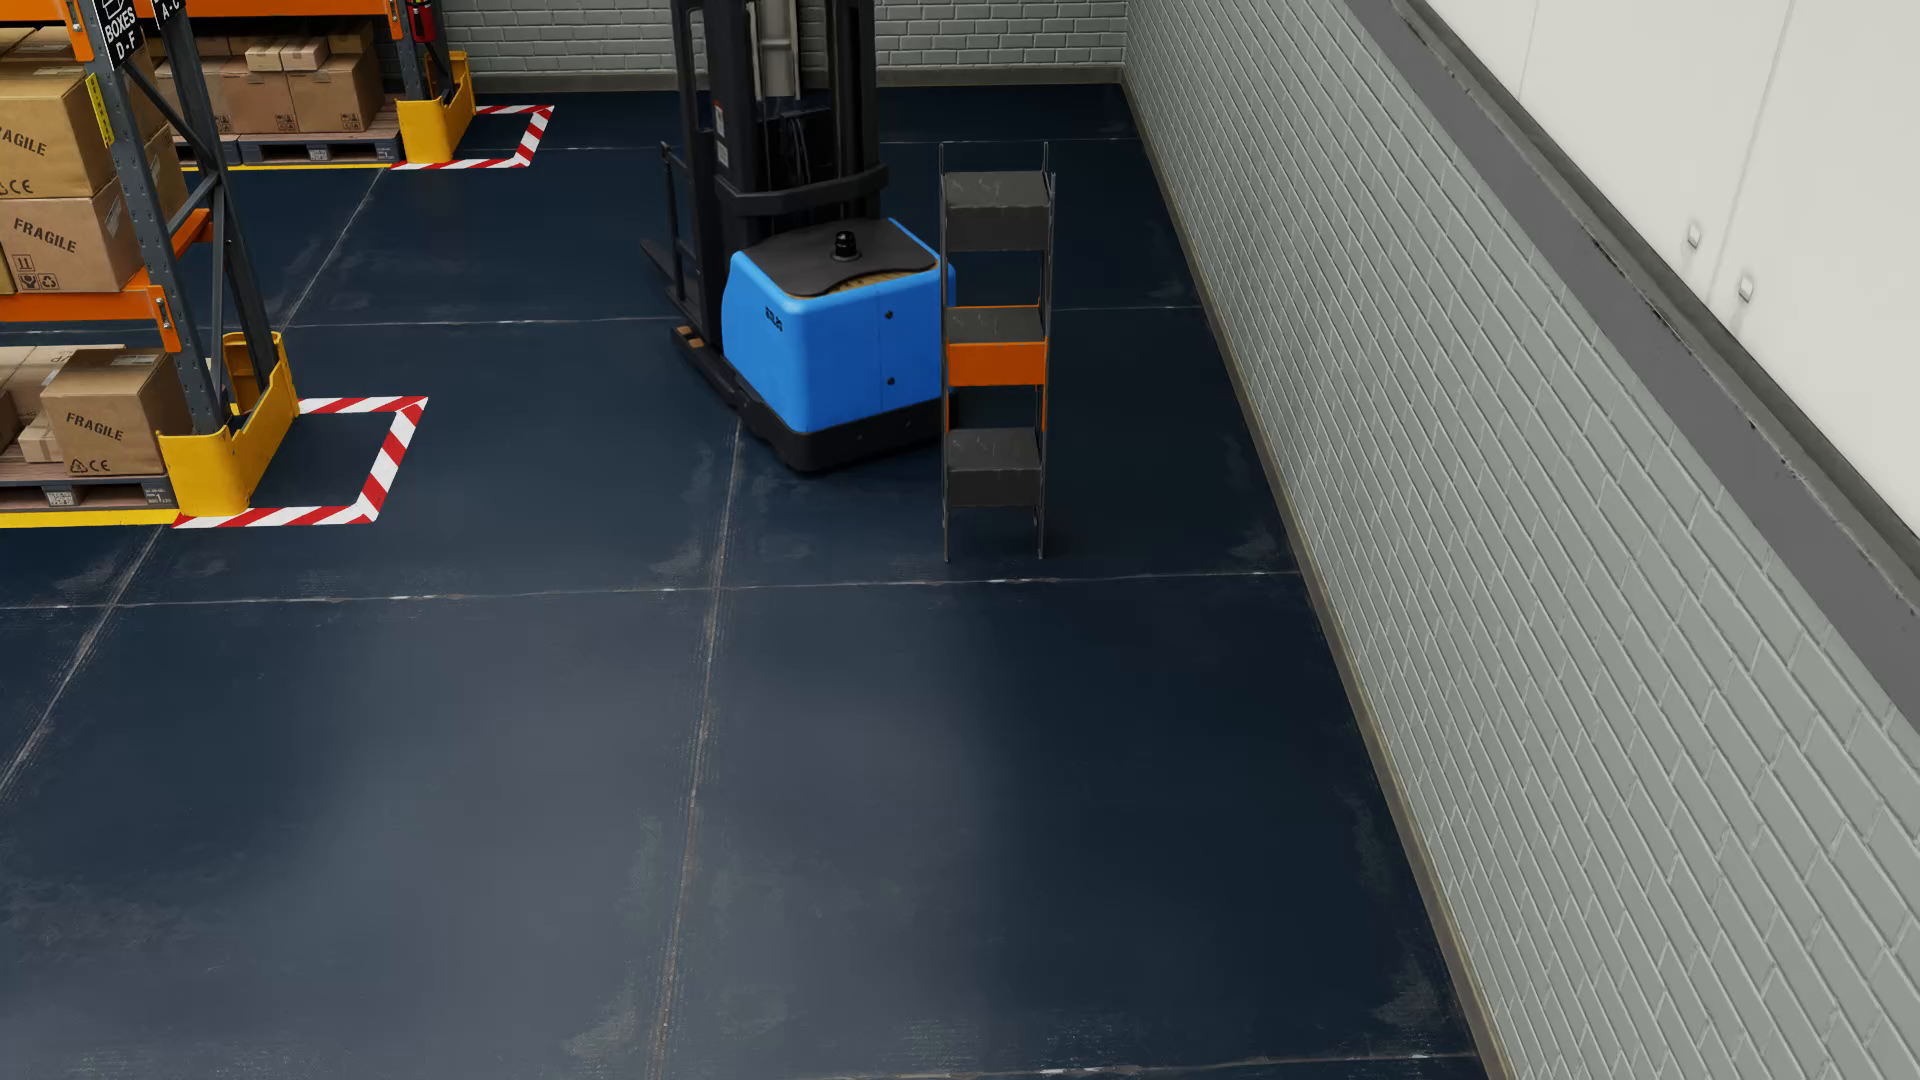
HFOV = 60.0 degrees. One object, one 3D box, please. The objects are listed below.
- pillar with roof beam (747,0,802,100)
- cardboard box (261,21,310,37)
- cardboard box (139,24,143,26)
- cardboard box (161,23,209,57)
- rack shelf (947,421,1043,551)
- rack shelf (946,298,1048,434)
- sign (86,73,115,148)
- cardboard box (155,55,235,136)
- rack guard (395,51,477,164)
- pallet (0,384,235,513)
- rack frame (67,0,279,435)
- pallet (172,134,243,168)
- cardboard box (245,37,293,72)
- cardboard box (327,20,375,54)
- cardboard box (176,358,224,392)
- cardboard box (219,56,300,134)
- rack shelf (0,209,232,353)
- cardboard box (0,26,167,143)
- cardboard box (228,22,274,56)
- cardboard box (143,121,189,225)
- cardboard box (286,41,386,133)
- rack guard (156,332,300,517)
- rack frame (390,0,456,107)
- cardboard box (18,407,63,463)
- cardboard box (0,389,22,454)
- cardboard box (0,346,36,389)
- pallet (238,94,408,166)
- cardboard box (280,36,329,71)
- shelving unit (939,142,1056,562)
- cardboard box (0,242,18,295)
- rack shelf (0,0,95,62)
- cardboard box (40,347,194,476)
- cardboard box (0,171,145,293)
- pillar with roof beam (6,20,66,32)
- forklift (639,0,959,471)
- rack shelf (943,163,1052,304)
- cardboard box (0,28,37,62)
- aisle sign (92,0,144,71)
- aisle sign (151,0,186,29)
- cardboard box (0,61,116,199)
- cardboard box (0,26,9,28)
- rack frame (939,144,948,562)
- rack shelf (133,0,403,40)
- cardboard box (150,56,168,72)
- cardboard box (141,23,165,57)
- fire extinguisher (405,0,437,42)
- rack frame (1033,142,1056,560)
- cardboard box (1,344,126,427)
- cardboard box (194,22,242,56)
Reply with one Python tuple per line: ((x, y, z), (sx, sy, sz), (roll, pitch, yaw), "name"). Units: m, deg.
((-1.356, -5.093, 8.201), (0.400, 9.000, 9.100), (-2, 35, -2), "pillar with roof beam")
((-5.301, -3.947, 13.076), (0.250, 0.149, 0.380), (-1, 35, -2), "cardboard box")
((-6.572, -3.912, 13.025), (0.250, 0.149, 0.380), (-1, 35, -2), "cardboard box")
((-6.061, -3.926, 13.045), (0.250, 0.149, 0.380), (-1, 35, -2), "cardboard box")
((0.165, -0.281, 8.565), (0.480, 0.518, 0.431), (-2, 35, -2), "rack shelf")
((0.165, -0.857, 8.167), (0.480, 0.518, 0.431), (-2, 35, -2), "rack shelf")
((-3.972, -1.983, 7.684), (0.005, 0.325, 0.100), (-2, 35, -2), "sign")
((-5.913, -3.550, 13.072), (0.500, 0.500, 0.700), (-3, 35, -4), "cardboard box")
((-4.192, -3.481, 13.341), (0.348, 0.500, 1.175), (-2, 35, -2), "rack guard")
((-4.850, -0.522, 9.319), (1.213, 0.211, 1.003), (-2, 35, -2), "pallet")
((-3.978, -1.693, 8.560), (0.127, 3.000, 1.000), (-2, 35, -2), "rack frame")
((-6.227, -3.265, 13.282), (1.213, 0.211, 1.003), (-2, 35, -2), "pallet")
((-5.285, -3.730, 12.762), (0.250, 0.149, 0.380), (-1, 35, -1), "cardboard box")
((-4.795, -3.962, 13.096), (0.250, 0.149, 0.380), (-1, 35, -2), "cardboard box")
((-4.412, -0.886, 9.512), (0.250, 0.149, 0.380), (-2, 35, -2), "cardboard box")
((-5.410, -3.564, 13.092), (0.500, 0.500, 0.700), (-2, 35, -2), "cardboard box")
((-5.976, -1.343, 8.687), (4.000, 0.370, 1.077), (-2, 35, -2), "rack shelf")
((-4.433, -2.283, 8.447), (0.500, 0.500, 0.500), (-1, 35, -1), "cardboard box")
((-5.551, -3.941, 13.066), (0.250, 0.149, 0.380), (-1, 35, -2), "cardboard box")
((-4.433, -1.872, 8.731), (0.500, 0.500, 0.500), (-1, 35, -1), "cardboard box")
((-4.910, -3.578, 13.111), (0.500, 0.500, 0.700), (-2, 35, -2), "cardboard box")
((-4.054, -0.663, 9.269), (0.348, 0.500, 1.175), (-2, 35, -2), "rack guard")
((-4.216, -4.509, 12.629), (0.127, 3.000, 1.000), (-2, 35, -2), "rack frame")
((-4.918, -0.594, 9.076), (0.250, 0.166, 0.380), (-2, 35, -2), "cardboard box")
((-5.460, -0.580, 8.982), (0.500, 0.250, 0.500), (-2, 35, -2), "cardboard box")
((-5.533, -0.863, 9.391), (0.500, 0.250, 0.500), (-2, 35, -2), "cardboard box")
((-5.011, -3.296, 13.327), (1.213, 0.211, 1.003), (-2, 35, -2), "pallet")
((-5.030, -3.737, 12.772), (0.250, 0.149, 0.380), (-2, 35, -3), "cardboard box")
((0.165, -0.868, 8.159), (0.503, 2.100, 0.431), (-2, 35, -2), "shelving unit")
((-4.930, -1.551, 8.268), (0.500, 0.500, 0.500), (-1, 35, -2), "cardboard box")
((-5.976, -2.577, 7.834), (4.000, 0.370, 1.077), (-2, 35, -2), "rack shelf")
((-4.509, -0.691, 8.923), (0.500, 0.500, 0.500), (-2, 35, -2), "cardboard box")
((-4.412, -1.567, 8.291), (0.500, 0.500, 0.500), (-1, 35, -1), "cardboard box")
((-7.349, -4.931, 7.968), (0.400, 9.000, 9.100), (-2, 35, -2), "pillar with roof beam")
((-1.159, -2.402, 9.645), (1.130, 2.935, 3.031), (-17, 38, -23), "forklift")
((0.165, -1.432, 7.768), (0.480, 0.518, 0.431), (-2, 35, -2), "rack shelf")
((-4.955, -2.265, 8.420), (0.500, 0.500, 0.500), (-1, 35, -2), "cardboard box")
((-3.895, -2.590, 7.572), (0.004, 0.787, 0.394), (-2, 35, -2), "aisle sign")
((-3.924, -2.931, 8.064), (0.004, 0.787, 0.394), (-2, 35, -2), "aisle sign")
((-4.409, -1.977, 8.004), (0.500, 0.500, 0.500), (-2, 35, -3), "cardboard box")
((-7.614, -3.883, 12.983), (0.250, 0.149, 0.380), (-2, 35, -3), "cardboard box")
((-0.078, -0.861, 8.149), (0.015, 2.100, 0.400), (-2, 35, -2), "rack frame")
((-6.214, -4.159, 12.756), (4.000, 0.370, 1.077), (-2, 35, -2), "rack shelf")
((-6.445, -3.532, 13.045), (0.500, 0.500, 0.700), (-1, 35, -1), "cardboard box")
((-6.314, -3.920, 13.036), (0.250, 0.149, 0.380), (-2, 35, -3), "cardboard box")
((-4.044, -4.065, 12.384), (0.183, 0.674, 0.296), (-2, 35, -2), "fire extinguisher")
((0.409, -0.874, 8.168), (0.015, 2.100, 0.400), (-2, 35, -2), "rack frame")
((-5.034, -0.876, 9.410), (0.500, 0.250, 0.500), (-2, 35, -2), "cardboard box")
((-5.805, -3.934, 13.056), (0.250, 0.149, 0.380), (-1, 35, -2), "cardboard box")
